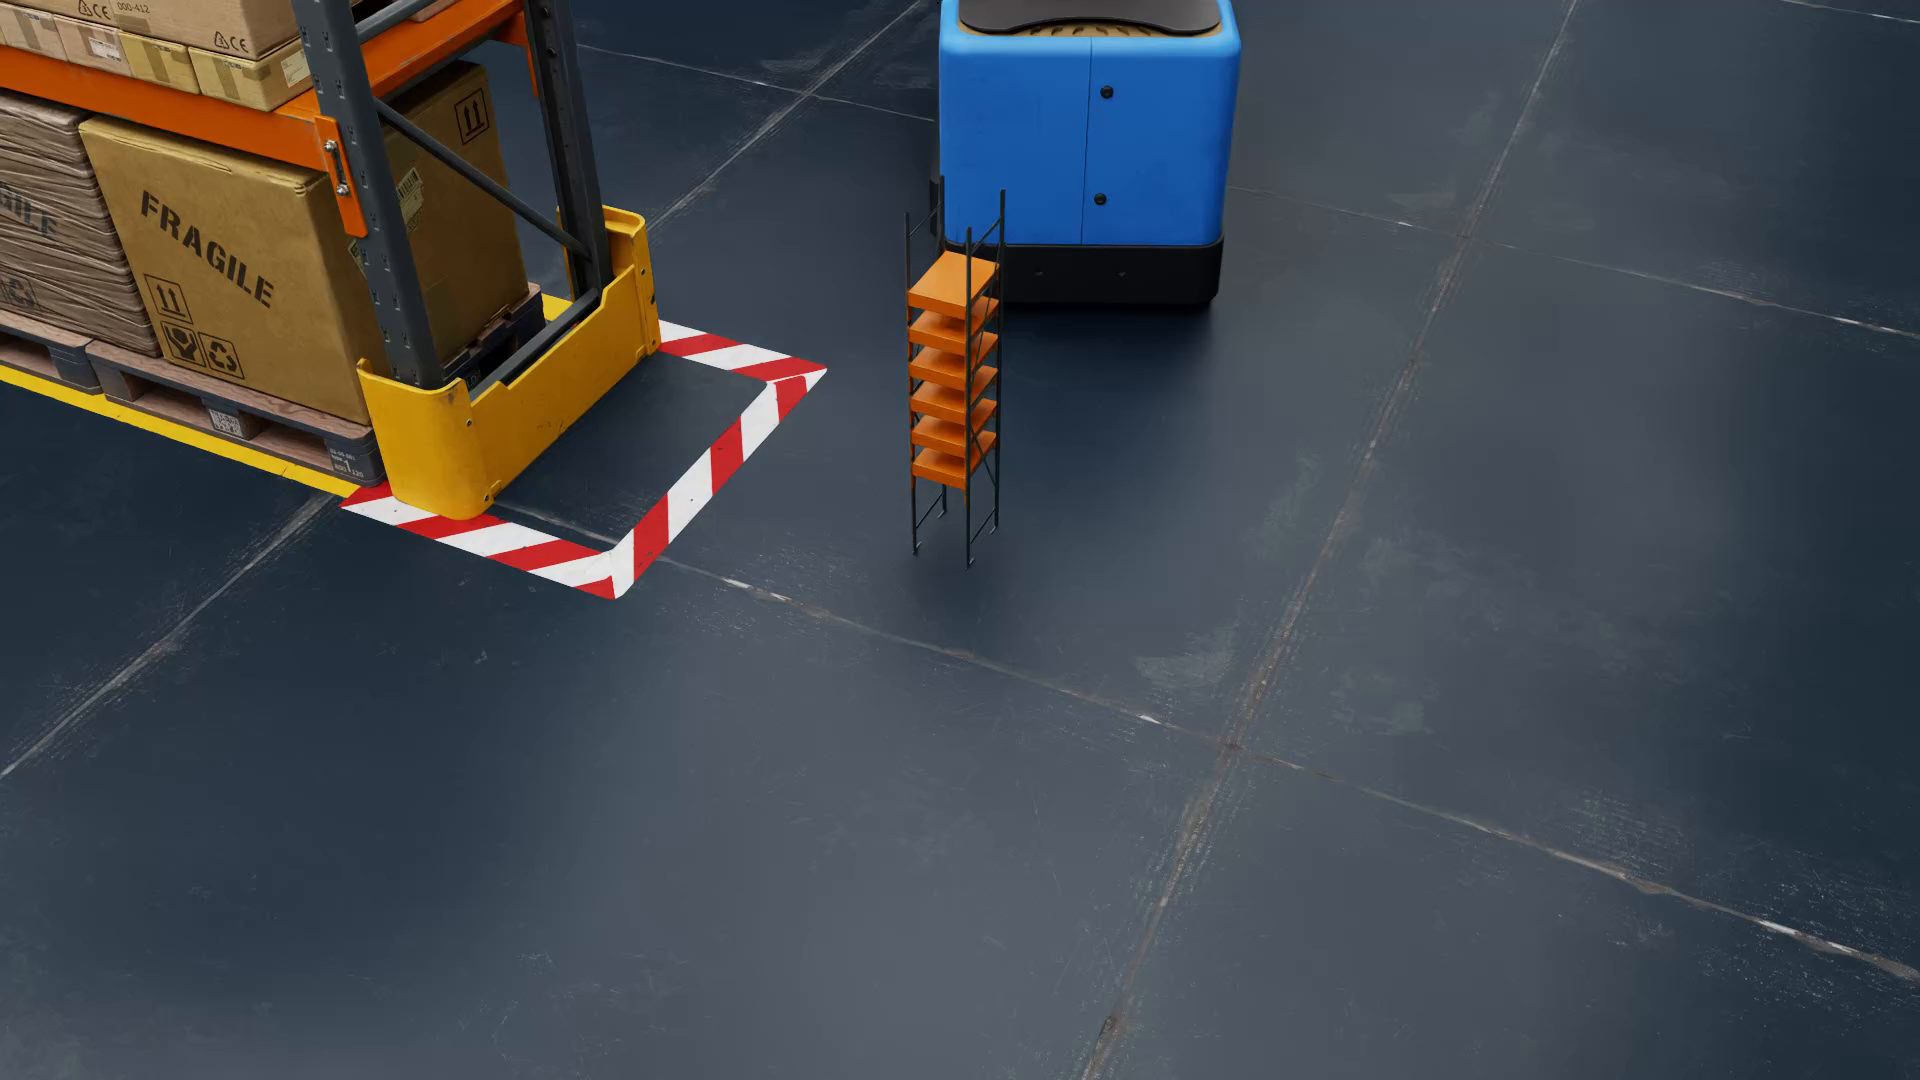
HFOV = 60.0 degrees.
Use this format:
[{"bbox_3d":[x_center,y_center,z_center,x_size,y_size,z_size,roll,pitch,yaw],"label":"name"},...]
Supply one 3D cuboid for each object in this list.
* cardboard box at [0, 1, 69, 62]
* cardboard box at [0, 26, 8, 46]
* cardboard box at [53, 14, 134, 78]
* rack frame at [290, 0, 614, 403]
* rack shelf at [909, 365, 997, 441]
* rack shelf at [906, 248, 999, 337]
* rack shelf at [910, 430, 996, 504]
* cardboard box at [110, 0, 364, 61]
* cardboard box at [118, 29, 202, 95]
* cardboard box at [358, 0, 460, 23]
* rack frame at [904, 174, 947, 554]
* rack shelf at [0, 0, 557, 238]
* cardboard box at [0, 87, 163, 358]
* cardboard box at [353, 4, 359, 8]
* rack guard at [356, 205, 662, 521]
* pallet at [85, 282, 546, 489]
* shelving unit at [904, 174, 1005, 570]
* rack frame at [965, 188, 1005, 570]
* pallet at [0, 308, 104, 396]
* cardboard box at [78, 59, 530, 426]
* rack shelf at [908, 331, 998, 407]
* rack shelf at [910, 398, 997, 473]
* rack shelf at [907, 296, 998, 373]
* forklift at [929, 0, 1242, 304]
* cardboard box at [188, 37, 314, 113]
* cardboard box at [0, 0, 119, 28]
[{"bbox_3d":[-2.646,-1.602,5.000,0.250,0.149,0.380,18,44,19],"label":"cardboard box"},{"bbox_3d":[-2.882,-1.672,5.081,0.250,0.149,0.380,16,43,18],"label":"cardboard box"},{"bbox_3d":[-2.420,-1.532,4.919,0.250,0.149,0.380,17,44,19],"label":"cardboard box"},{"bbox_3d":[-1.494,-1.582,4.785,0.127,3.000,1.000,17,44,19],"label":"rack frame"},{"bbox_3d":[-0.013,-0.424,4.891,0.180,0.103,0.258,17,44,19],"label":"rack shelf"},{"bbox_3d":[-0.013,-0.696,4.655,0.180,0.103,0.258,17,44,19],"label":"rack shelf"},{"bbox_3d":[-0.013,-0.242,5.048,0.180,0.103,0.258,17,44,19],"label":"rack shelf"},{"bbox_3d":[-2.045,-1.615,4.710,0.500,0.250,0.500,16,44,18],"label":"cardboard box"},{"bbox_3d":[-2.192,-1.462,4.838,0.250,0.149,0.380,17,44,19],"label":"cardboard box"},{"bbox_3d":[-1.676,-1.782,5.207,0.250,0.149,0.380,17,44,19],"label":"cardboard box"},{"bbox_3d":[-0.096,-0.483,4.891,0.006,1.200,0.240,17,44,19],"label":"rack frame"},{"bbox_3d":[-3.307,-1.864,5.660,4.000,0.370,1.077,17,44,19],"label":"rack shelf"},{"bbox_3d":[-2.933,-1.320,5.784,0.875,0.875,0.875,17,44,19],"label":"cardboard box"},{"bbox_3d":[-1.909,-1.852,5.288,0.250,0.149,0.380,16,44,18],"label":"cardboard box"},{"bbox_3d":[-1.472,-0.631,5.596,0.348,0.500,1.175,17,44,19],"label":"rack guard"},{"bbox_3d":[-2.252,-0.703,5.901,1.213,0.211,1.003,17,44,19],"label":"pallet"},{"bbox_3d":[-0.013,-0.457,4.862,0.189,1.200,0.258,17,44,19],"label":"shelving unit"},{"bbox_3d":[0.070,-0.432,4.832,0.006,1.200,0.240,17,44,19],"label":"rack frame"},{"bbox_3d":[-3.353,-1.042,6.291,1.213,0.211,1.003,17,44,19],"label":"pallet"},{"bbox_3d":[-2.108,-1.068,5.493,0.875,0.875,0.875,17,44,19],"label":"cardboard box"},{"bbox_3d":[-0.013,-0.514,4.812,0.180,0.103,0.258,17,44,19],"label":"rack shelf"},{"bbox_3d":[-0.013,-0.333,4.969,0.180,0.103,0.258,17,44,19],"label":"rack shelf"},{"bbox_3d":[-0.013,-0.605,4.734,0.180,0.103,0.258,17,44,19],"label":"rack shelf"},{"bbox_3d":[0.464,-2.920,6.381,1.130,2.935,3.031,1,41,1],"label":"forklift"},{"bbox_3d":[-1.956,-1.391,4.756,0.250,0.149,0.380,18,44,19],"label":"cardboard box"},{"bbox_3d":[-2.505,-1.756,4.873,0.500,0.250,0.500,16,43,18],"label":"cardboard box"}]
